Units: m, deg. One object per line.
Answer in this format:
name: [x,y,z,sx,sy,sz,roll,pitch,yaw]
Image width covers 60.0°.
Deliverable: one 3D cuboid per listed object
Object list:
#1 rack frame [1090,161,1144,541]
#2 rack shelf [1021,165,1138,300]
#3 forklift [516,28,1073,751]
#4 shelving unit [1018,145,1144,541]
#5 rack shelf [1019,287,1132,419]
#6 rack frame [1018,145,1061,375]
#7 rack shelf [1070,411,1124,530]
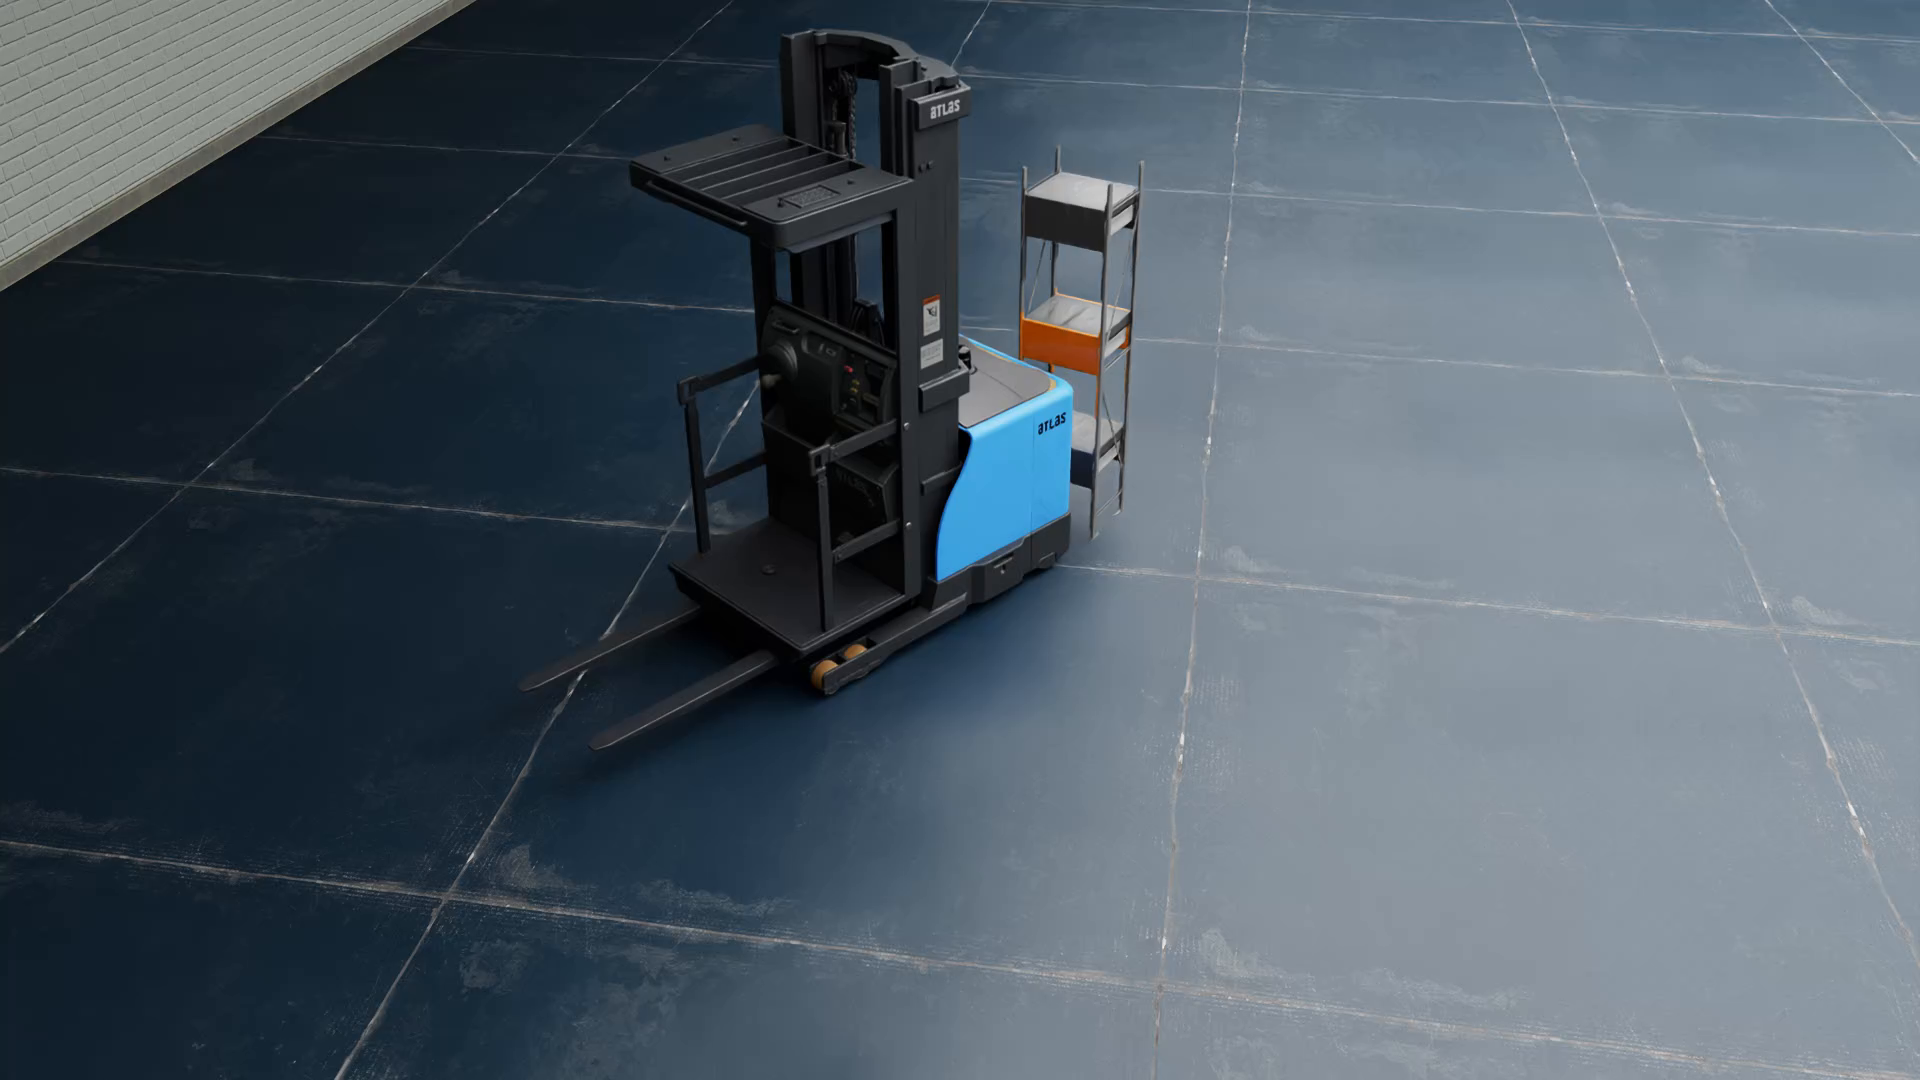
rack frame: [0.845,-0.975,9.003,0.015,2.100,0.400,17,36,26]
rack shelf: [0.635,-1.623,8.744,0.480,0.518,0.431,17,36,26]
forklift: [-0.796,-0.791,7.925,3.031,2.935,1.130,-27,41,-36]
shelving unit: [0.635,-1.041,9.108,0.503,2.100,0.431,17,36,26]
rack shelf: [0.635,-1.030,9.116,0.480,0.518,0.431,17,36,26]
rack frame: [0.425,-1.107,9.214,0.015,2.100,0.400,17,36,26]
rack shelf: [0.635,-0.436,9.487,0.480,0.518,0.431,17,36,26]
